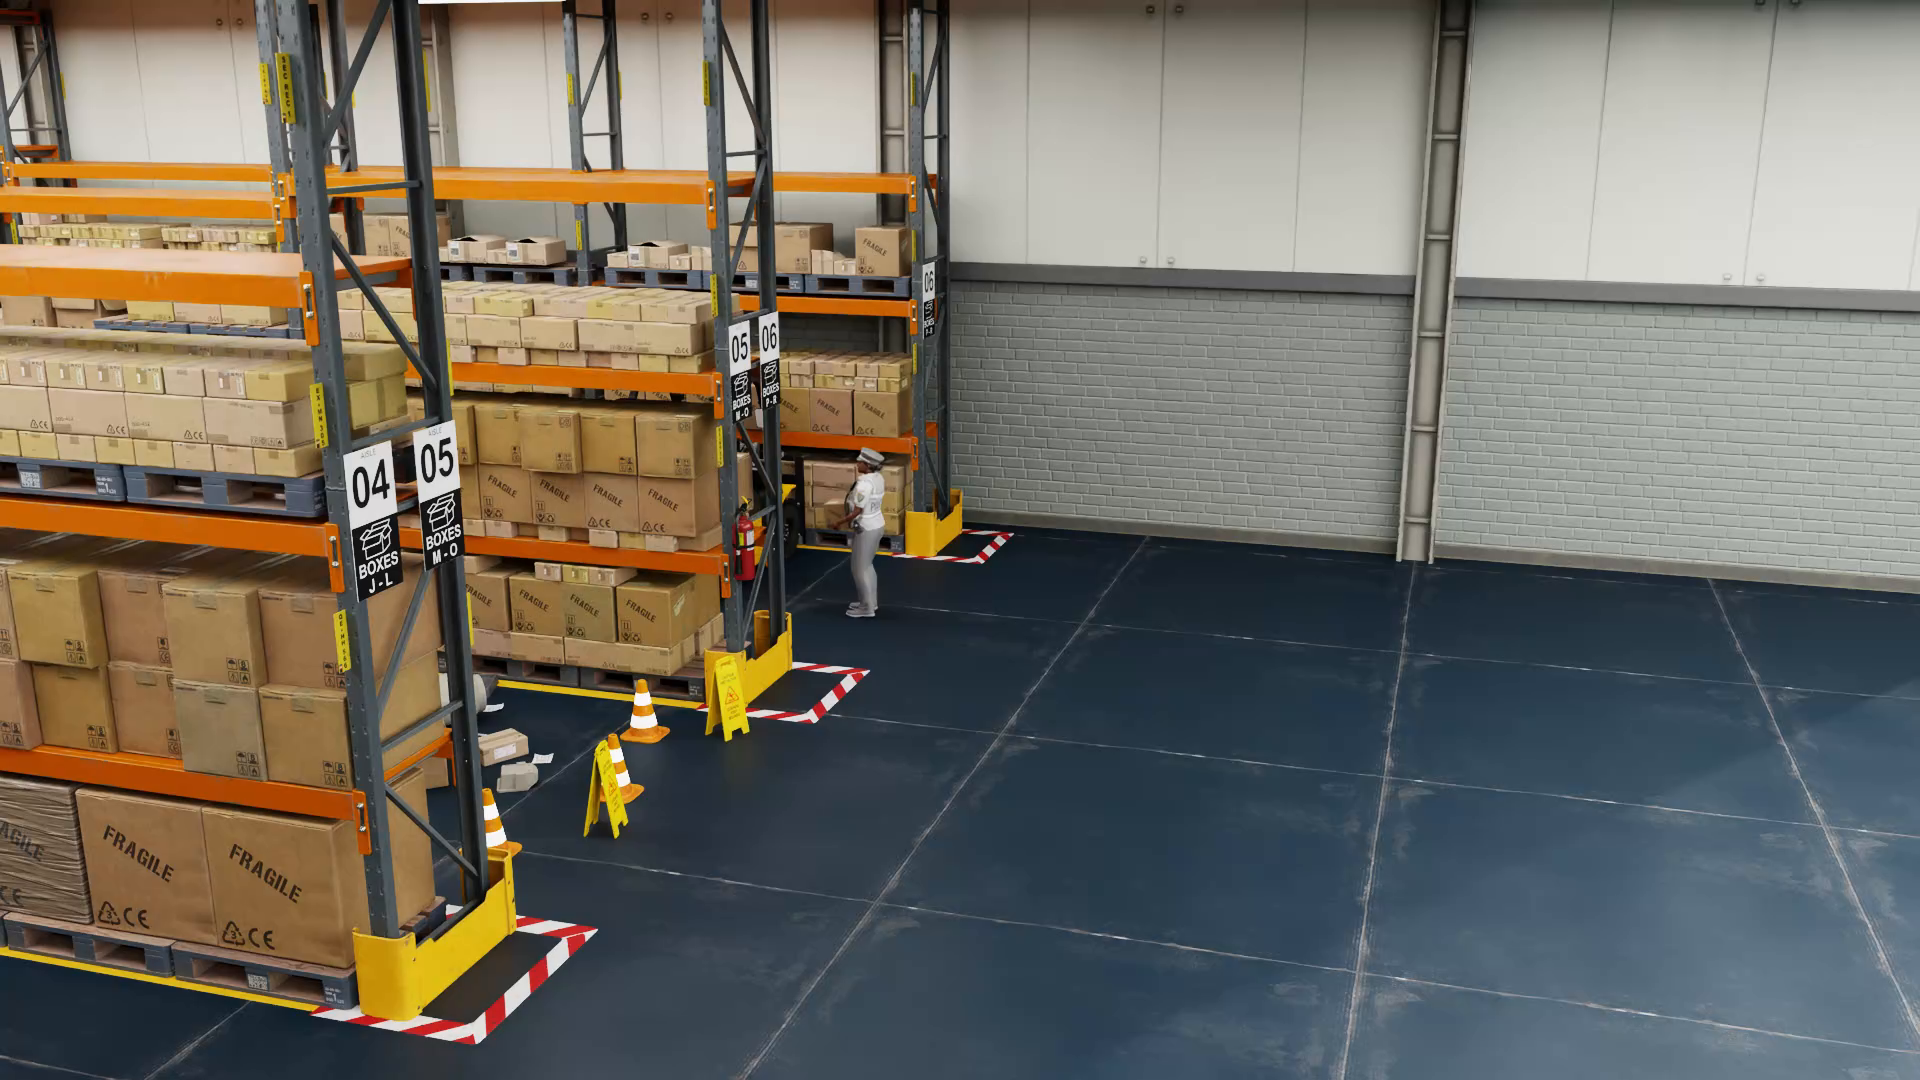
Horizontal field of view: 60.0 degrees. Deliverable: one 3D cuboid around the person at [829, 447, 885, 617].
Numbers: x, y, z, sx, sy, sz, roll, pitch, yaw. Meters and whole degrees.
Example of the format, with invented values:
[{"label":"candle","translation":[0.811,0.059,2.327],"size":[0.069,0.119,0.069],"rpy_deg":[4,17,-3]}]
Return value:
[{"label":"person","translation":[-0.984,-0.095,16.263],"size":[0.527,1.688,0.451],"rpy_deg":[5,16,17]}]
